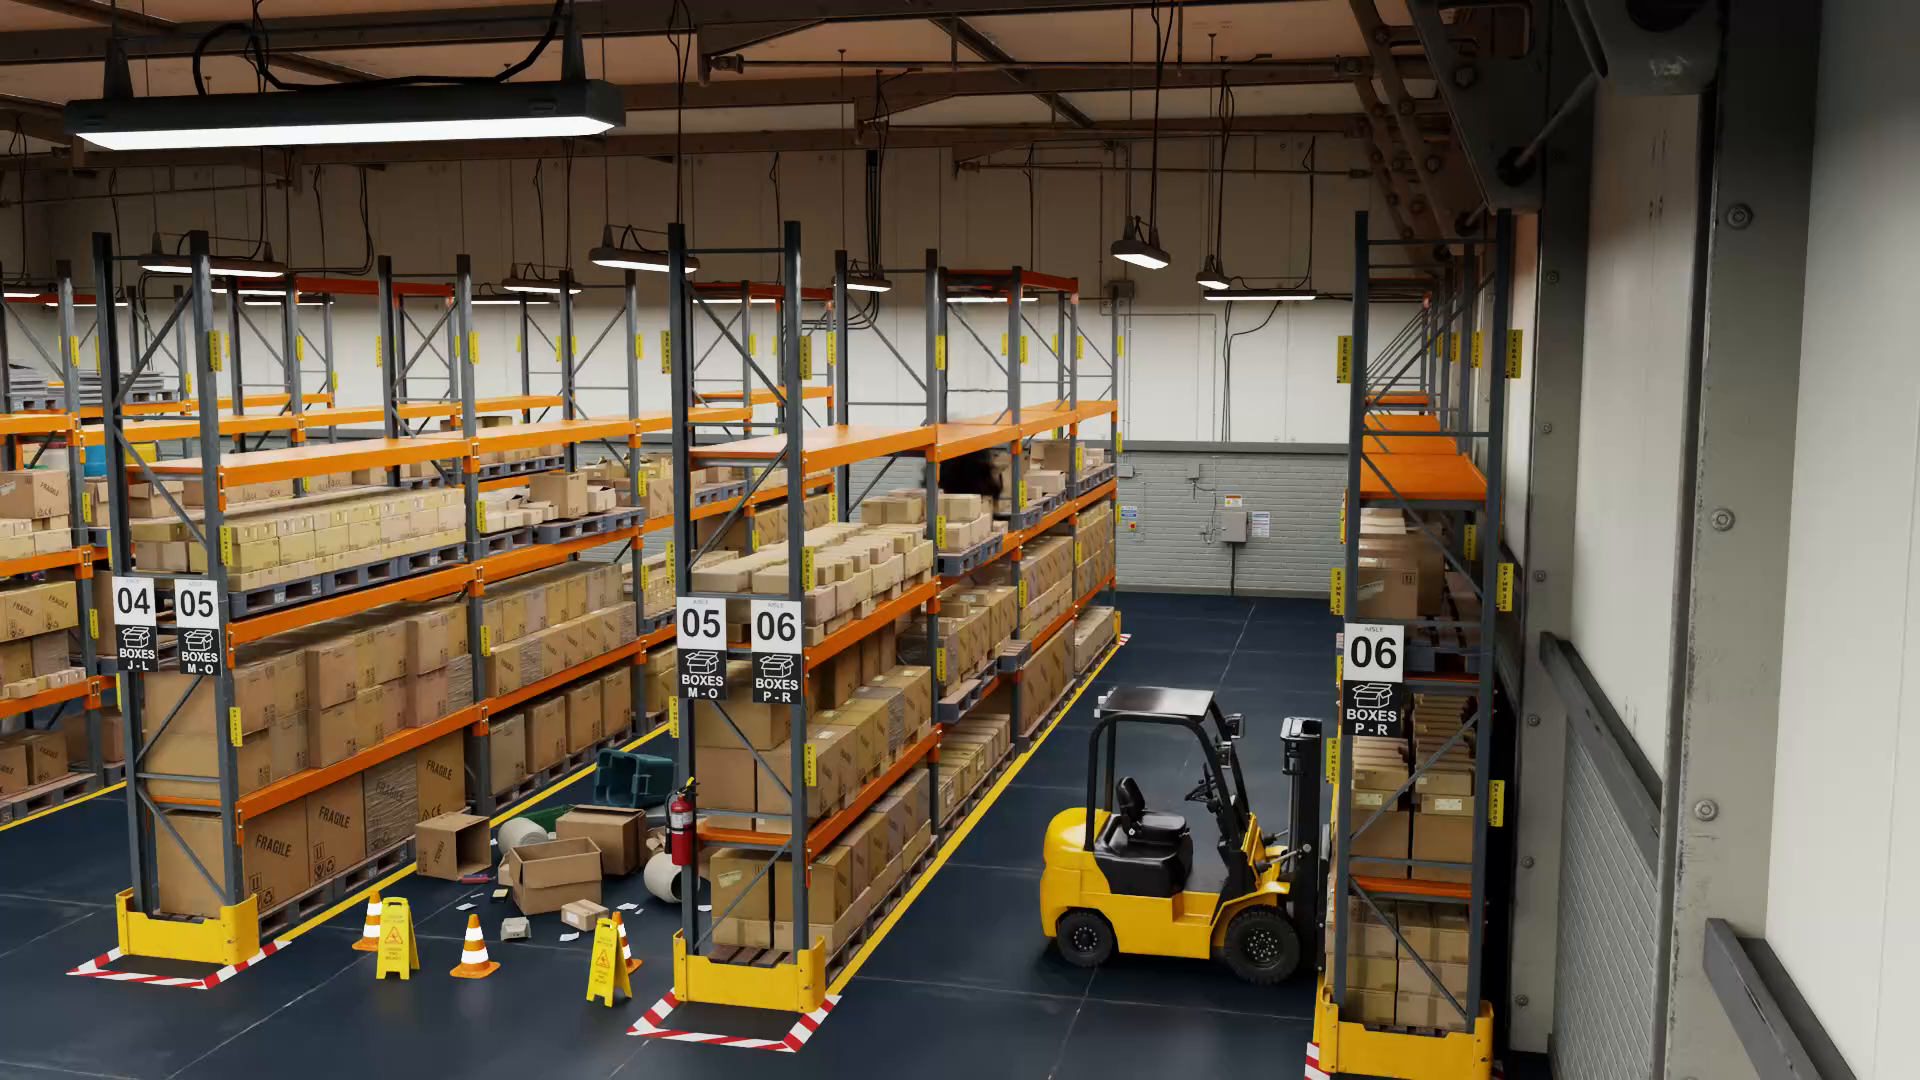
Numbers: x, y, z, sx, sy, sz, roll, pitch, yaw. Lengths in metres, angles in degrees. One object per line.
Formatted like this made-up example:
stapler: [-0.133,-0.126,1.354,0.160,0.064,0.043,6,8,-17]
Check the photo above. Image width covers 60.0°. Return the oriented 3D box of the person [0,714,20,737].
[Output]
person: [-11.499,1.906,20.063,0.608,1.649,0.570,1,7,9]
